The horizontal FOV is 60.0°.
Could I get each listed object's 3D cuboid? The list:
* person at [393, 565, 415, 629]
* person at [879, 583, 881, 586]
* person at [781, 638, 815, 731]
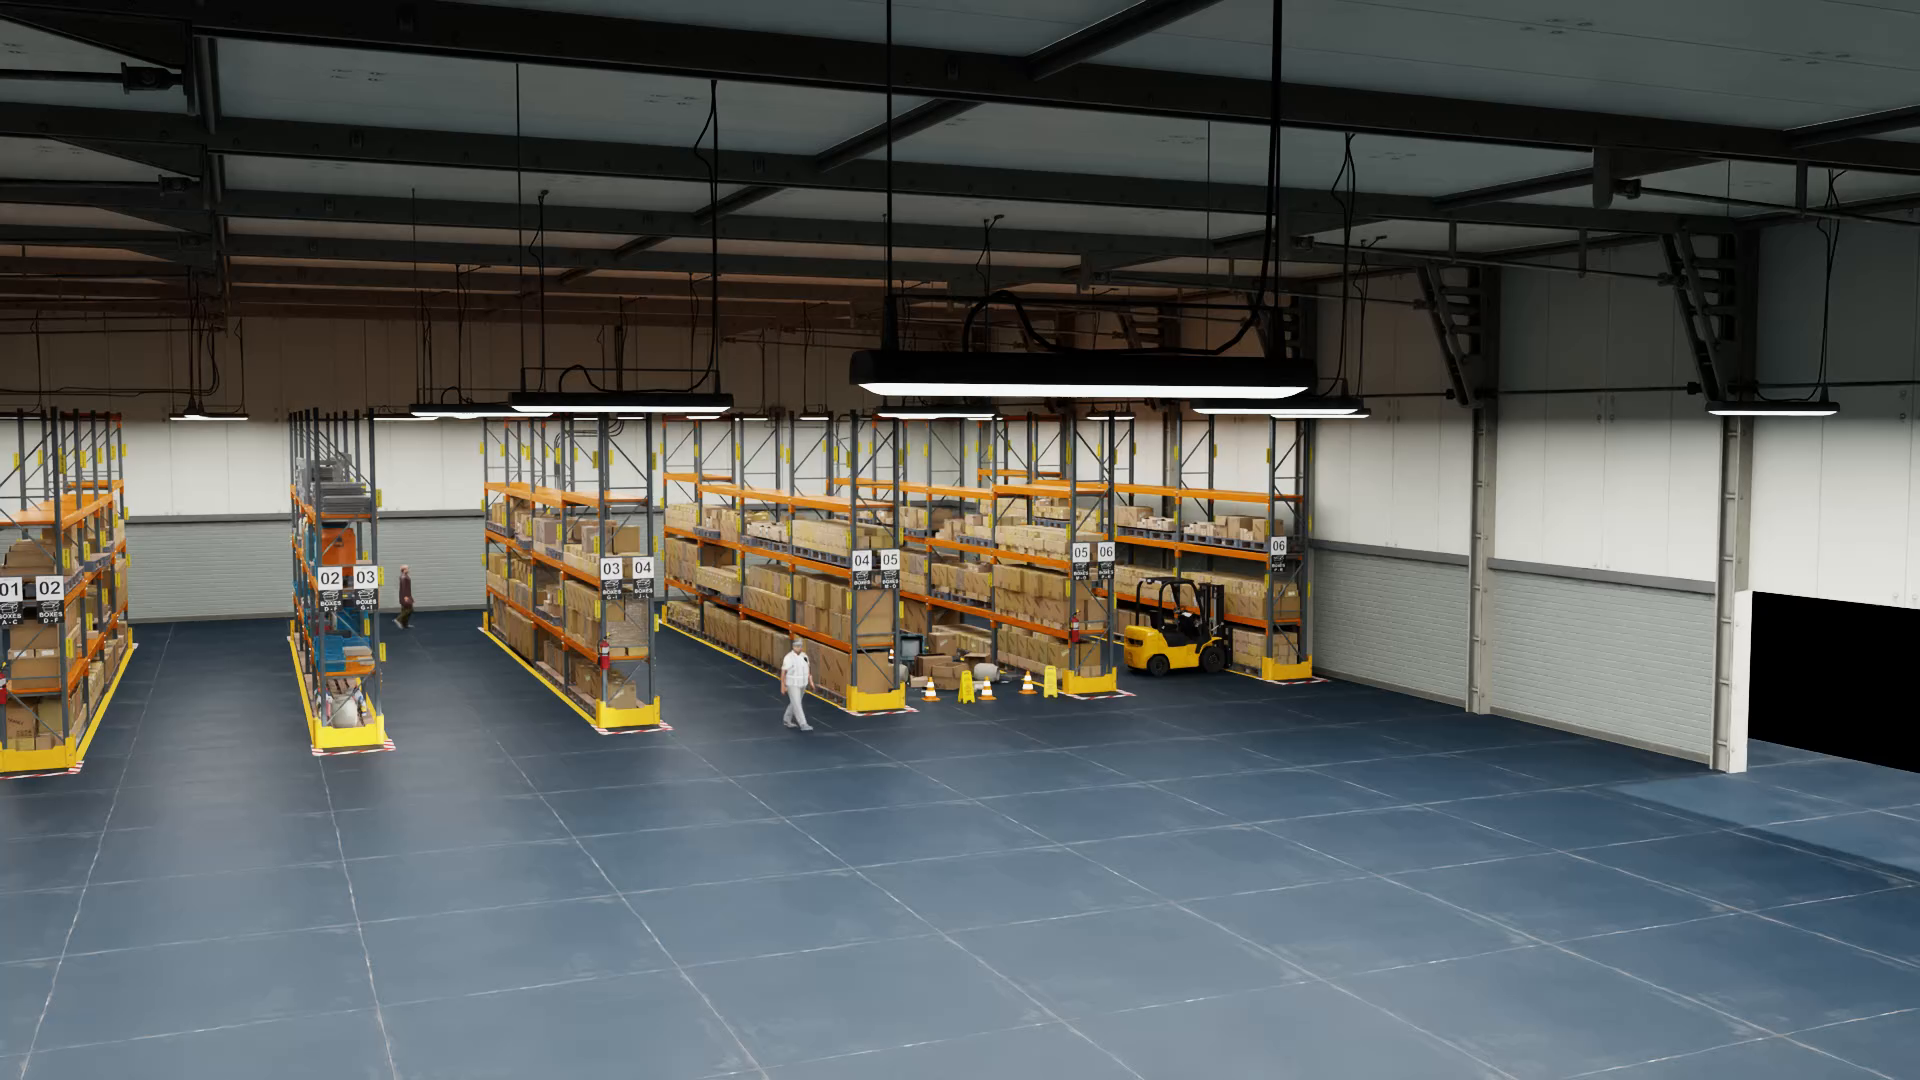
[{"bbox_3d":[-15.447,1.584,46.141,0.569,1.777,0.606,-2,4,-26],"label":"person"},{"bbox_3d":[-1.997,1.912,42.494,0.497,1.665,0.504,-2,5,-30],"label":"person"},{"bbox_3d":[-2.977,2.678,30.907,1.063,1.707,0.574,3,5,38],"label":"person"}]
